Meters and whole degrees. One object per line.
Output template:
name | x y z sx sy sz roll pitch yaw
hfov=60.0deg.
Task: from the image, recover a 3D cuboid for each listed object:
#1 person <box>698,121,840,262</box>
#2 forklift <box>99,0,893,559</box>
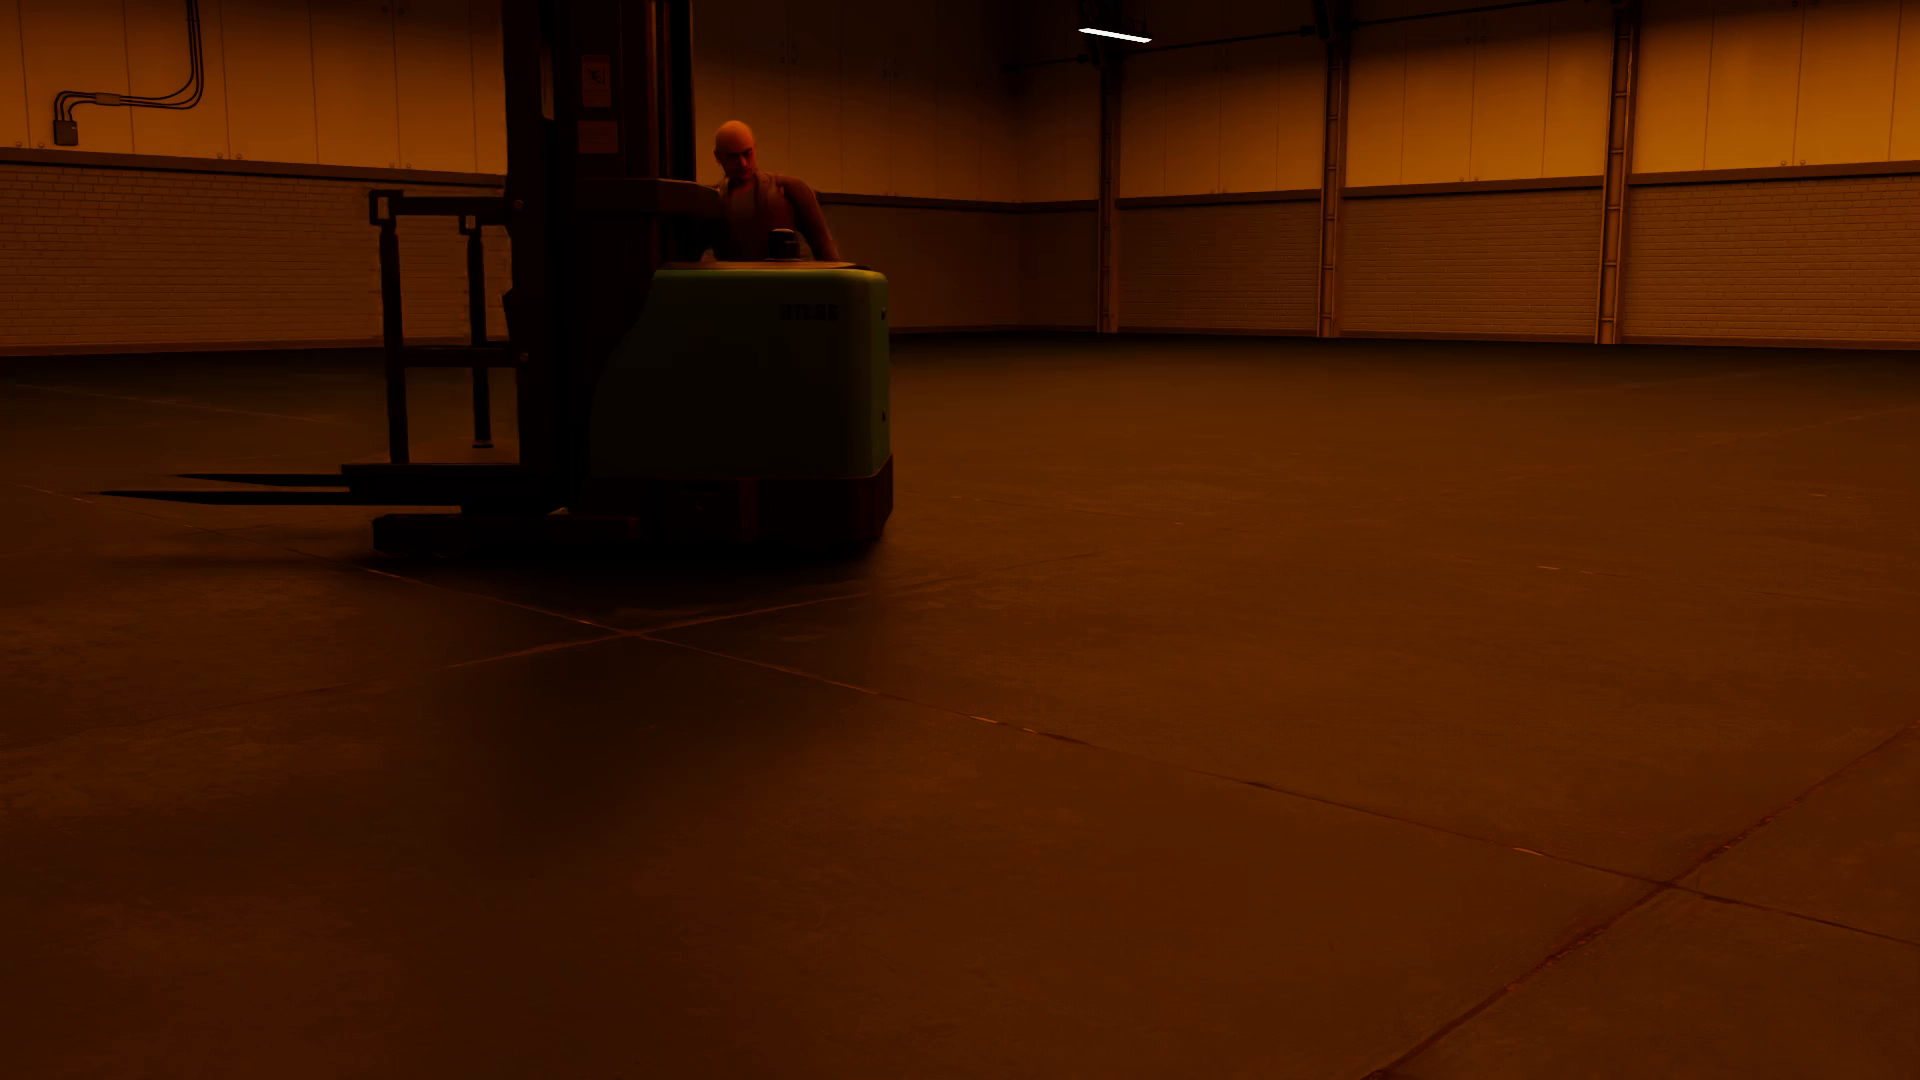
person | -0.935 -0.995 7.514 0.885 1.741 0.422 0 9 0
forklift | -1.815 -1.455 6.539 3.031 2.935 1.130 0 9 2
